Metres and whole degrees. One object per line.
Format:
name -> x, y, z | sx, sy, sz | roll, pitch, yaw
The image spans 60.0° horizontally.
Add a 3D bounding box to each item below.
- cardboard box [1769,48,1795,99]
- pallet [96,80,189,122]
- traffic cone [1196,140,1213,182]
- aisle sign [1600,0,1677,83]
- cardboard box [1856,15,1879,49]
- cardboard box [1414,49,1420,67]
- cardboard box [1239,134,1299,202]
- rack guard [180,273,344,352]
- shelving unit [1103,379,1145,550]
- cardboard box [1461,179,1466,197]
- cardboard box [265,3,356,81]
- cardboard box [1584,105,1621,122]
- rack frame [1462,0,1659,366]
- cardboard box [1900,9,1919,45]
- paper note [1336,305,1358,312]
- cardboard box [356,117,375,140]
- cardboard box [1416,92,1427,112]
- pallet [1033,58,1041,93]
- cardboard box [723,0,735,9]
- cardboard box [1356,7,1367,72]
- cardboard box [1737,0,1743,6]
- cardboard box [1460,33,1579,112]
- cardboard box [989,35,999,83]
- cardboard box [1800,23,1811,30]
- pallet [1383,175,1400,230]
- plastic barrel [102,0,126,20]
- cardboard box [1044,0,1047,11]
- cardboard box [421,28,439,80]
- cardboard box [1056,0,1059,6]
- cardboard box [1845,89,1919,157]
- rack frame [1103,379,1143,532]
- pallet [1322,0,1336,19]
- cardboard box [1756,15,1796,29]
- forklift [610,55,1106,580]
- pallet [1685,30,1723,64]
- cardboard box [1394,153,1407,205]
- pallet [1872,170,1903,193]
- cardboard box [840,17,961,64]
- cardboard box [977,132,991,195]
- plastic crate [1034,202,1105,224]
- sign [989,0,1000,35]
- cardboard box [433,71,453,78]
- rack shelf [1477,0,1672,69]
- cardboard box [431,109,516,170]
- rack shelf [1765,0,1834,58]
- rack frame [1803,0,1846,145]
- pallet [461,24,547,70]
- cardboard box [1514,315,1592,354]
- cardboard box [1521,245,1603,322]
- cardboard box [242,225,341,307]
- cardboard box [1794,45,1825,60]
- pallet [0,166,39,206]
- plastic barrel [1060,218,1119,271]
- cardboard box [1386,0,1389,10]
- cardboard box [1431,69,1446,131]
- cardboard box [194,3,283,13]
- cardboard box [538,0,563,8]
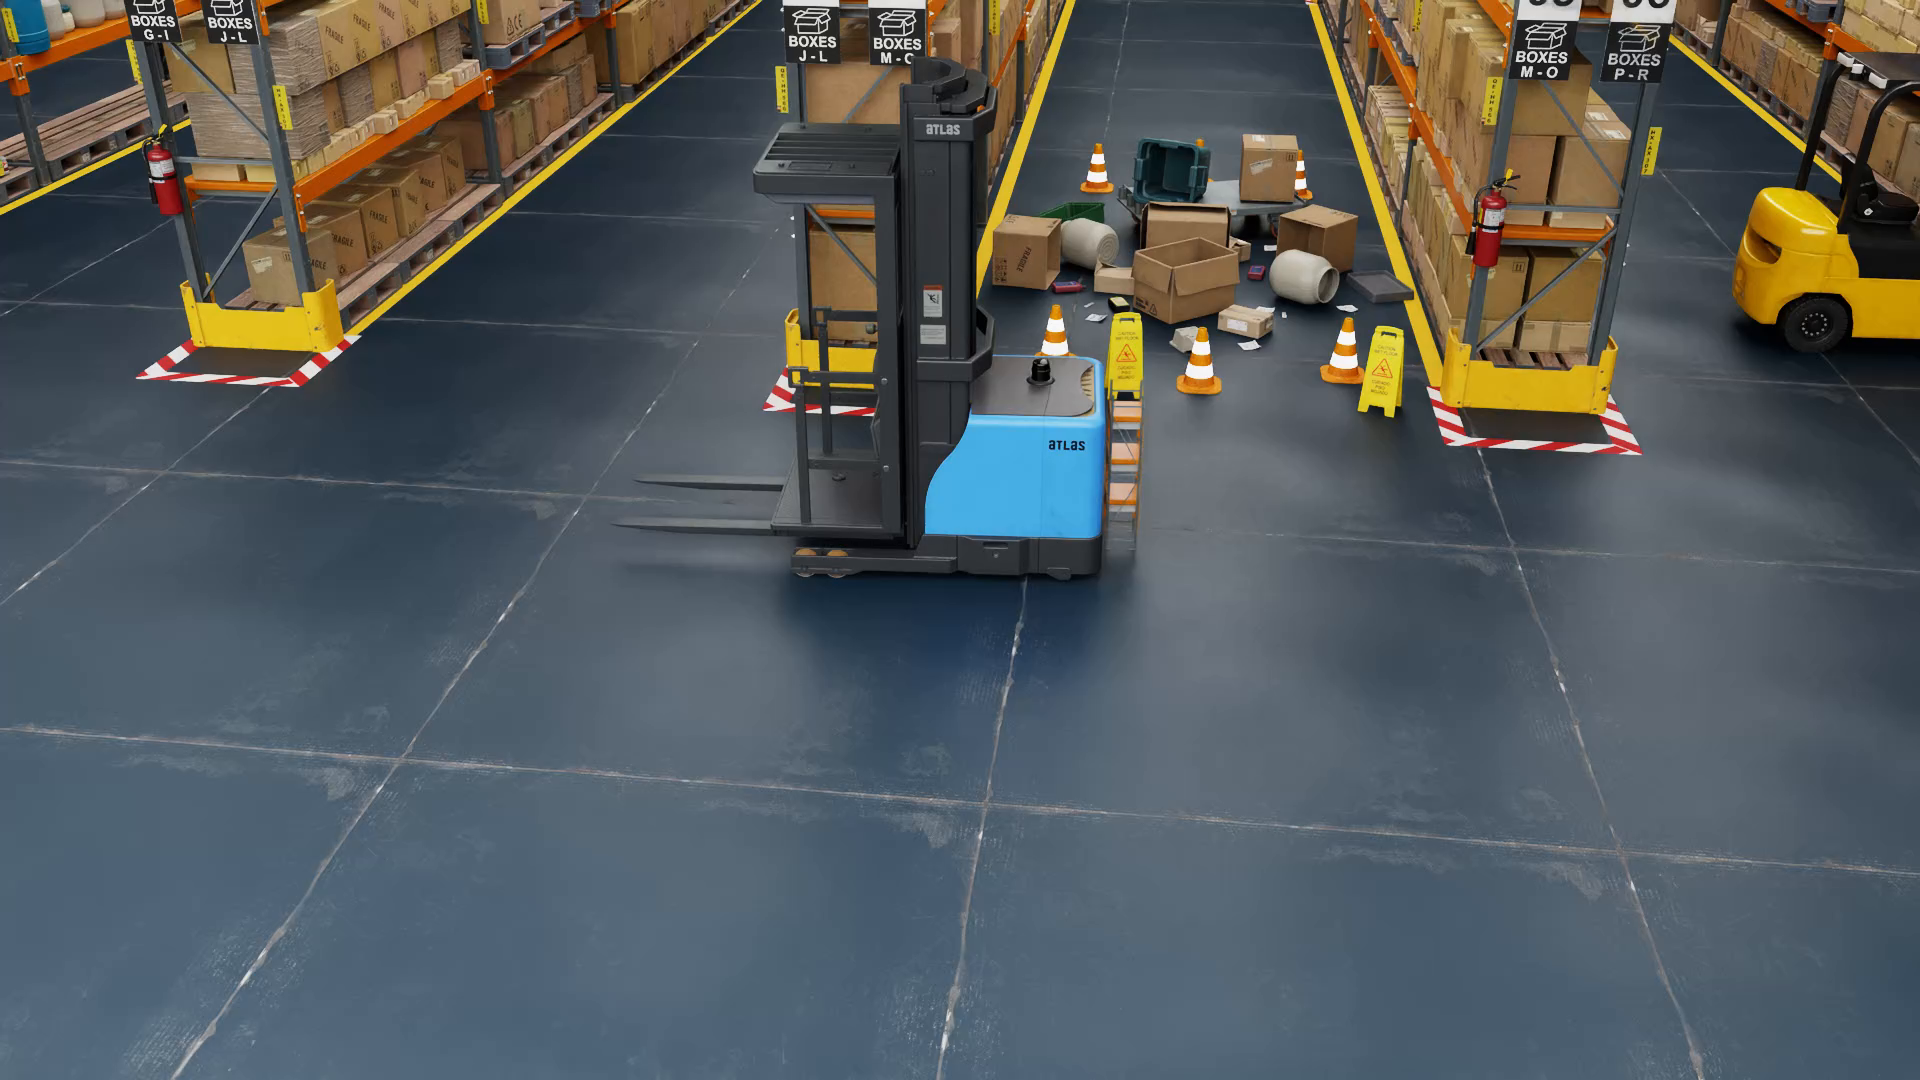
cardboard box -> 10.081, -5.580, 19.930 | 0.500, 0.500, 0.500 | 5, 29, 8
pallet -> -9.702, -5.363, 20.275 | 1.003, 0.211, 1.213 | 3, 28, 6
traffic cone -> 2.498, -3.950, 17.385 | 0.336, 0.463, 0.334 | 3, 28, 6
aisle sign -> 4.502, -3.421, 10.989 | 0.394, 0.787, 0.004 | 3, 28, 6
cardboard box -> 9.746, -5.306, 17.386 | 0.500, 0.250, 0.500 | 3, 28, 5
cardboard box -> 4.481, -4.539, 15.627 | 0.380, 0.149, 0.250 | 4, 29, 7
cardboard box -> 2.922, -3.529, 15.767 | 0.500, 0.500, 0.500 | 3, 28, 6
rack guard -> -5.624, -1.835, 13.421 | 1.175, 0.500, 0.348 | 3, 28, 6
shelving unit -> 1.011, -0.458, 10.286 | 0.215, 1.050, 0.252 | 1, 28, 2
cardboard box -> 4.009, -2.647, 12.558 | 0.380, 0.149, 0.250 | 3, 28, 5
cardboard box -> -5.227, -3.993, 13.318 | 0.500, 0.500, 0.500 | 3, 28, 6
cardboard box -> 4.596, -2.950, 12.436 | 0.500, 0.500, 0.500 | 4, 29, 8
rack frame -> 4.202, -2.324, 11.693 | 1.000, 3.000, 0.127 | 3, 28, 6
cardboard box -> 9.630, -5.039, 16.365 | 0.500, 0.250, 0.500 | 4, 29, 7
paper note -> 3.310, -1.982, 14.189 | 0.142, 0.019, 0.148 | -6, 29, -11
cardboard box -> -5.215, -3.498, 14.138 | 0.380, 0.149, 0.250 | 3, 28, 6
cardboard box -> 4.335, -3.967, 15.007 | 0.380, 0.149, 0.250 | 3, 28, 6
pallet -> 0.506, -6.043, 21.536 | 1.003, 0.211, 1.213 | 3, 28, 6
cardboard box -> -3.892, -8.528, 25.006 | 0.875, 0.875, 0.875 | 3, 28, 6
cardboard box -> 5.573, -6.500, 21.242 | 0.875, 0.875, 0.875 | 4, 29, 8
cardboard box -> 10.351, -7.030, 21.623 | 0.380, 0.149, 0.250 | 3, 28, 5
cardboard box -> 4.118, -3.430, 12.273 | 0.700, 0.500, 0.500 | 4, 29, 7
cardboard box -> 0.099, -4.723, 16.040 | 0.500, 0.500, 0.500 | 4, 29, 7
cardboard box -> 10.700, -6.378, 20.727 | 0.380, 0.149, 0.250 | 4, 29, 8
pallet -> 4.786, -3.346, 16.530 | 1.003, 0.211, 1.213 | 3, 28, 6
plastic barrel -> -9.581, -6.117, 18.590 | 0.433, 0.535, 0.433 | 0, 28, 0
cardboard box -> 0.907, -7.262, 22.261 | 0.500, 0.250, 0.500 | 3, 28, 5
cardboard box -> -5.356, -4.516, 15.343 | 0.875, 0.500, 0.500 | 3, 28, 6
cardboard box -> 1.291, -8.151, 25.072 | 0.380, 0.149, 0.250 | 4, 29, 7
cardboard box -> 9.947, -4.342, 17.499 | 0.875, 0.625, 0.625 | 4, 29, 8
rack frame -> 1.017, -0.516, 10.393 | 0.200, 1.050, 0.008 | 1, 28, 2
pallet -> 6.142, -8.247, 25.627 | 1.003, 0.211, 1.213 | 3, 28, 6
cardboard box -> 10.294, -6.516, 20.984 | 0.380, 0.149, 0.250 | 3, 28, 5
forklift -> -0.629, -1.309, 9.882 | 3.031, 2.935, 1.130 | 2, 28, 3
pallet -> 10.684, -6.781, 22.907 | 1.003, 0.211, 1.213 | 3, 28, 6
cardboard box -> 4.754, -3.482, 16.170 | 0.950, 0.372, 0.625 | 4, 29, 7
pallet -> 9.818, -3.617, 17.034 | 1.003, 0.211, 1.213 | 3, 28, 6
cardboard box -> -0.460, -3.798, 13.132 | 0.875, 0.550, 0.550 | 3, 28, 6
cardboard box -> -0.246, -3.939, 16.620 | 1.050, 0.750, 0.750 | 3, 28, 6
plastic crate -> 1.046, -3.076, 15.994 | 0.450, 0.188, 0.662 | 9, 28, 37
sign -> 0.318, -4.831, 15.351 | 0.100, 0.325, 0.005 | 3, 28, 6
cardboard box -> -5.008, -4.323, 15.668 | 0.380, 0.149, 0.250 | 3, 28, 6
rack shelf -> 4.447, -4.269, 12.900 | 1.077, 0.370, 4.000 | 3, 28, 6
cardboard box -> -5.046, -4.164, 17.280 | 0.700, 0.500, 0.500 | 1, 28, 2
rack shelf -> 10.354, -6.428, 20.069 | 1.077, 0.370, 4.000 | 3, 28, 6
rack frame -> 10.109, -5.803, 18.151 | 1.000, 3.000, 0.127 | 3, 28, 6
pallet -> -4.905, -5.050, 16.955 | 1.003, 0.211, 1.213 | 3, 28, 6
cardboard box -> 4.575, -1.662, 12.921 | 0.500, 0.250, 0.500 | 3, 28, 6
cardboard box -> 4.578, -2.003, 12.764 | 0.500, 0.500, 0.500 | 2, 28, 4
cardboard box -> -5.540, -2.277, 13.799 | 0.500, 0.500, 0.500 | 9, 30, 16
cardboard box -> 9.997, -5.672, 19.416 | 0.380, 0.149, 0.250 | 2, 28, 5
pallet -> -10.182, -3.529, 16.870 | 1.003, 0.211, 1.213 | 3, 28, 6
plastic barrel -> 1.151, -2.690, 15.088 | 0.421, 0.421, 0.512 | -24, 36, -37
cardboard box -> 4.811, -5.765, 17.902 | 0.380, 0.149, 0.250 | 2, 28, 3
cardboard box -> 4.249, -3.718, 13.861 | 0.500, 0.500, 0.500 | 3, 28, 6
cardboard box -> -5.755, -4.024, 13.375 | 0.500, 0.500, 0.500 | 3, 28, 6
cardboard box -> -4.589, -5.991, 18.198 | 0.396, 0.266, 0.258 | 3, 28, 5
